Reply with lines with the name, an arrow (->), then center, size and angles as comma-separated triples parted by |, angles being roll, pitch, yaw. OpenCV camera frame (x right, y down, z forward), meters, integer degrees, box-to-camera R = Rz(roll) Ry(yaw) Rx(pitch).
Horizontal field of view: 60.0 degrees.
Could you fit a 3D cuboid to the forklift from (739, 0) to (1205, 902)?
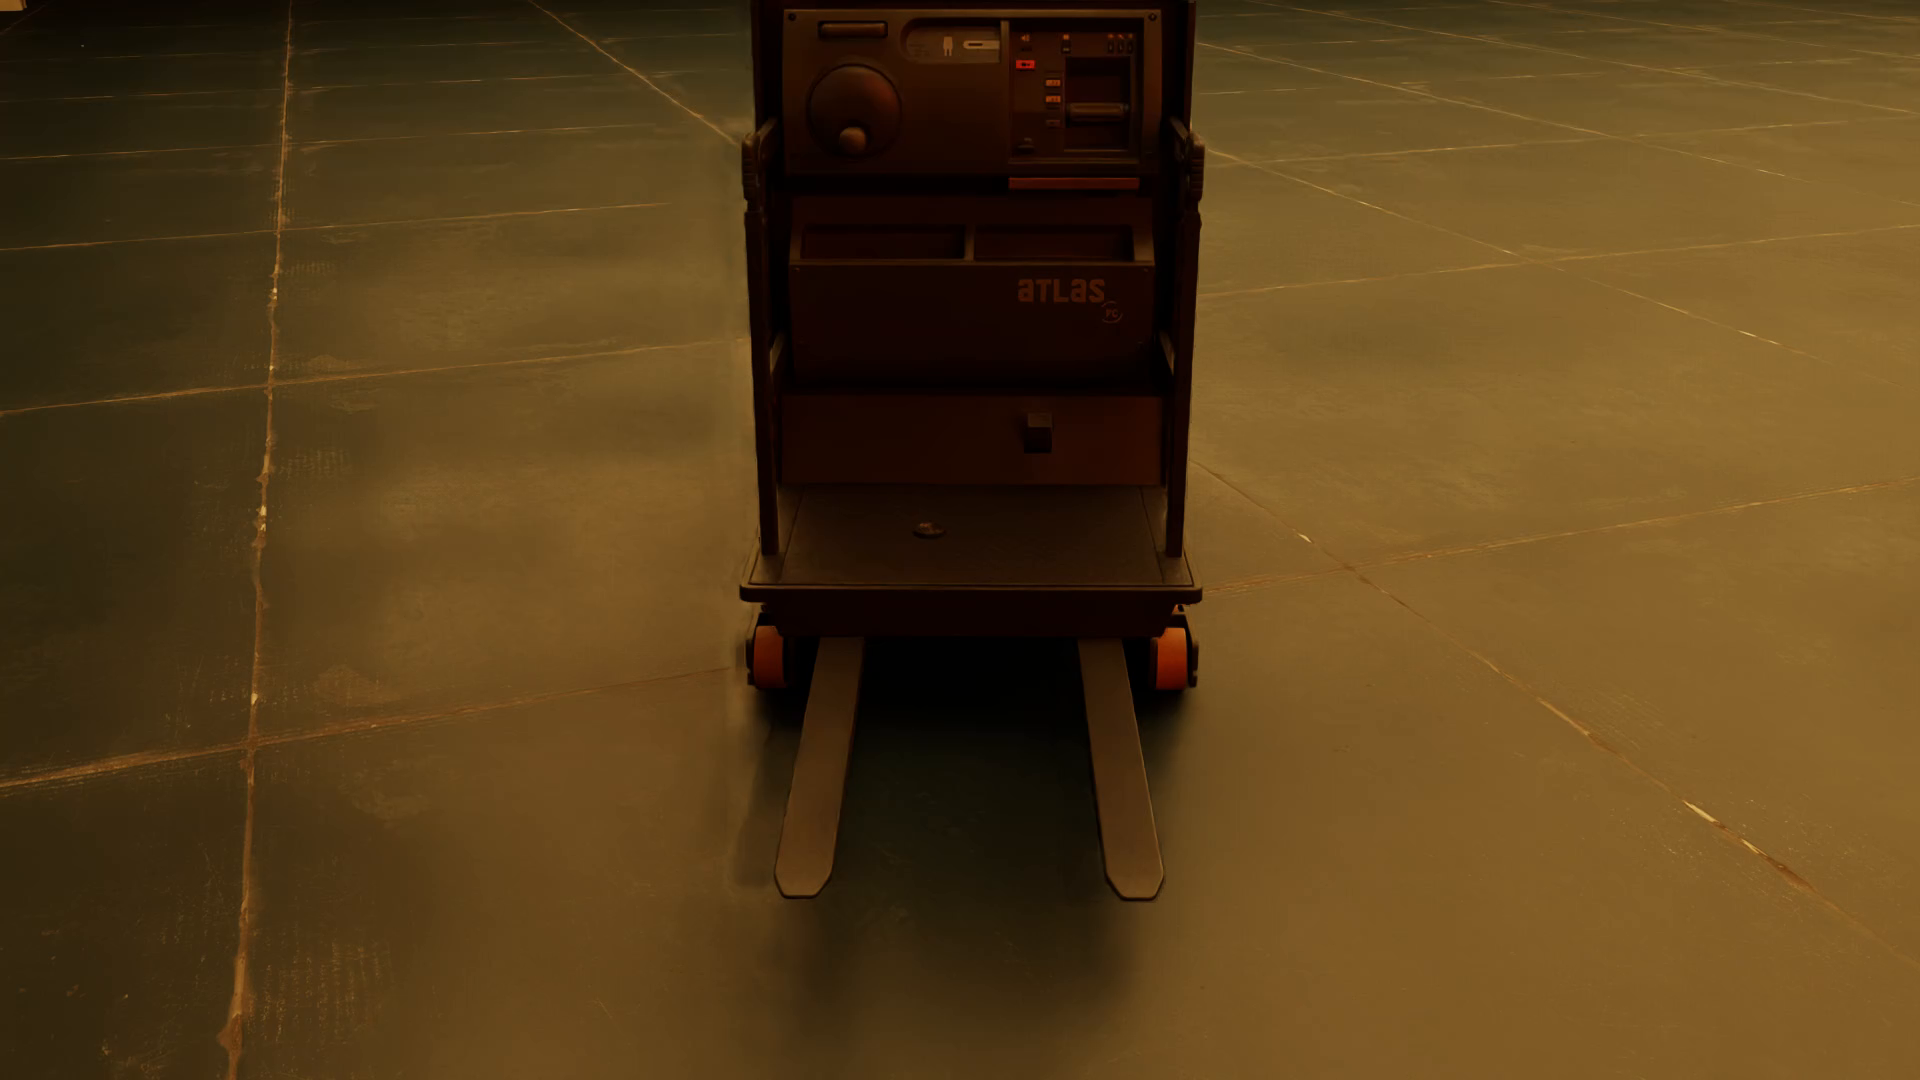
forklift -> 0.029, -1.091, 3.894 | 1.130, 2.935, 3.031 | 0, 23, 1
